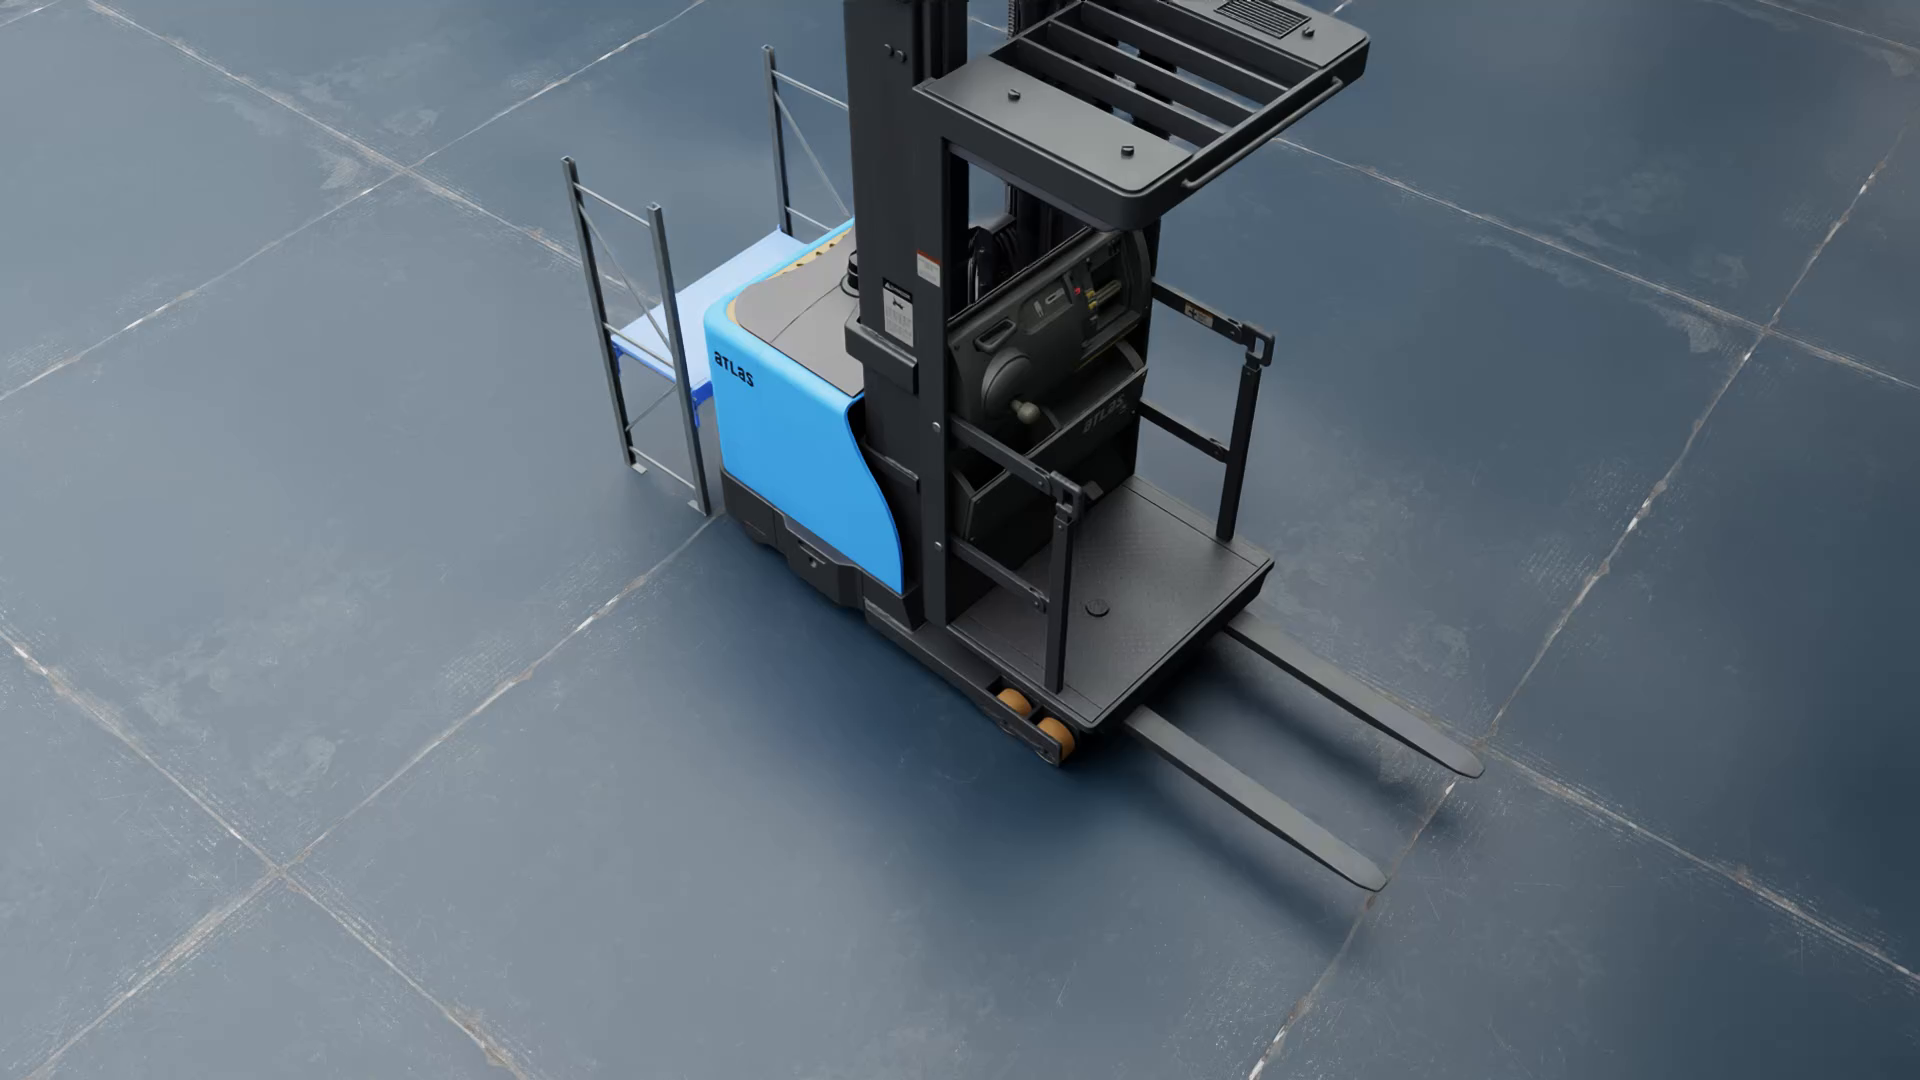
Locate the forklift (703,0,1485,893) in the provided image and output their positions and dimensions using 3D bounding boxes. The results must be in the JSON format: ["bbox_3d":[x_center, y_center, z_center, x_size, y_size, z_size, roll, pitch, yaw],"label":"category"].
[{"bbox_3d":[0.464,-0.643,5.338,3.031,2.935,1.130,34,55,28],"label":"forklift"}]

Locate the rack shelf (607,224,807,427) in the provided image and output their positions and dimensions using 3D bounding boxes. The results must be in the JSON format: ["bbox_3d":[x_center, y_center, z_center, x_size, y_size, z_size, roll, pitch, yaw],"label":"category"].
[{"bbox_3d":[-0.900,-0.897,6.814,0.538,0.185,1.000,31,54,27],"label":"rack shelf"}]

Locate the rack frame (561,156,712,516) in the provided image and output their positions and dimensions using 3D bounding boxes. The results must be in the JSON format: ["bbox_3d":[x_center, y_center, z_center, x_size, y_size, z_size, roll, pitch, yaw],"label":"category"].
[{"bbox_3d":[-1.231,-0.742,6.417,0.500,1.500,0.032,31,54,27],"label":"rack frame"}]

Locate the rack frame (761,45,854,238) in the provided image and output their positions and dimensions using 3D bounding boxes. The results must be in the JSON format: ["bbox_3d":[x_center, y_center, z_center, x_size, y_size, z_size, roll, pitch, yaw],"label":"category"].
[{"bbox_3d":[-0.572,-1.302,6.952,0.500,1.500,0.032,31,54,27],"label":"rack frame"}]

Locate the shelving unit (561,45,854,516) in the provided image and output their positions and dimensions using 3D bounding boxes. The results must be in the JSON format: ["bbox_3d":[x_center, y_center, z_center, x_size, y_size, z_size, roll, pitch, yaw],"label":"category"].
[{"bbox_3d":[-0.902,-1.022,6.685,0.538,1.500,1.048,31,54,27],"label":"shelving unit"}]
